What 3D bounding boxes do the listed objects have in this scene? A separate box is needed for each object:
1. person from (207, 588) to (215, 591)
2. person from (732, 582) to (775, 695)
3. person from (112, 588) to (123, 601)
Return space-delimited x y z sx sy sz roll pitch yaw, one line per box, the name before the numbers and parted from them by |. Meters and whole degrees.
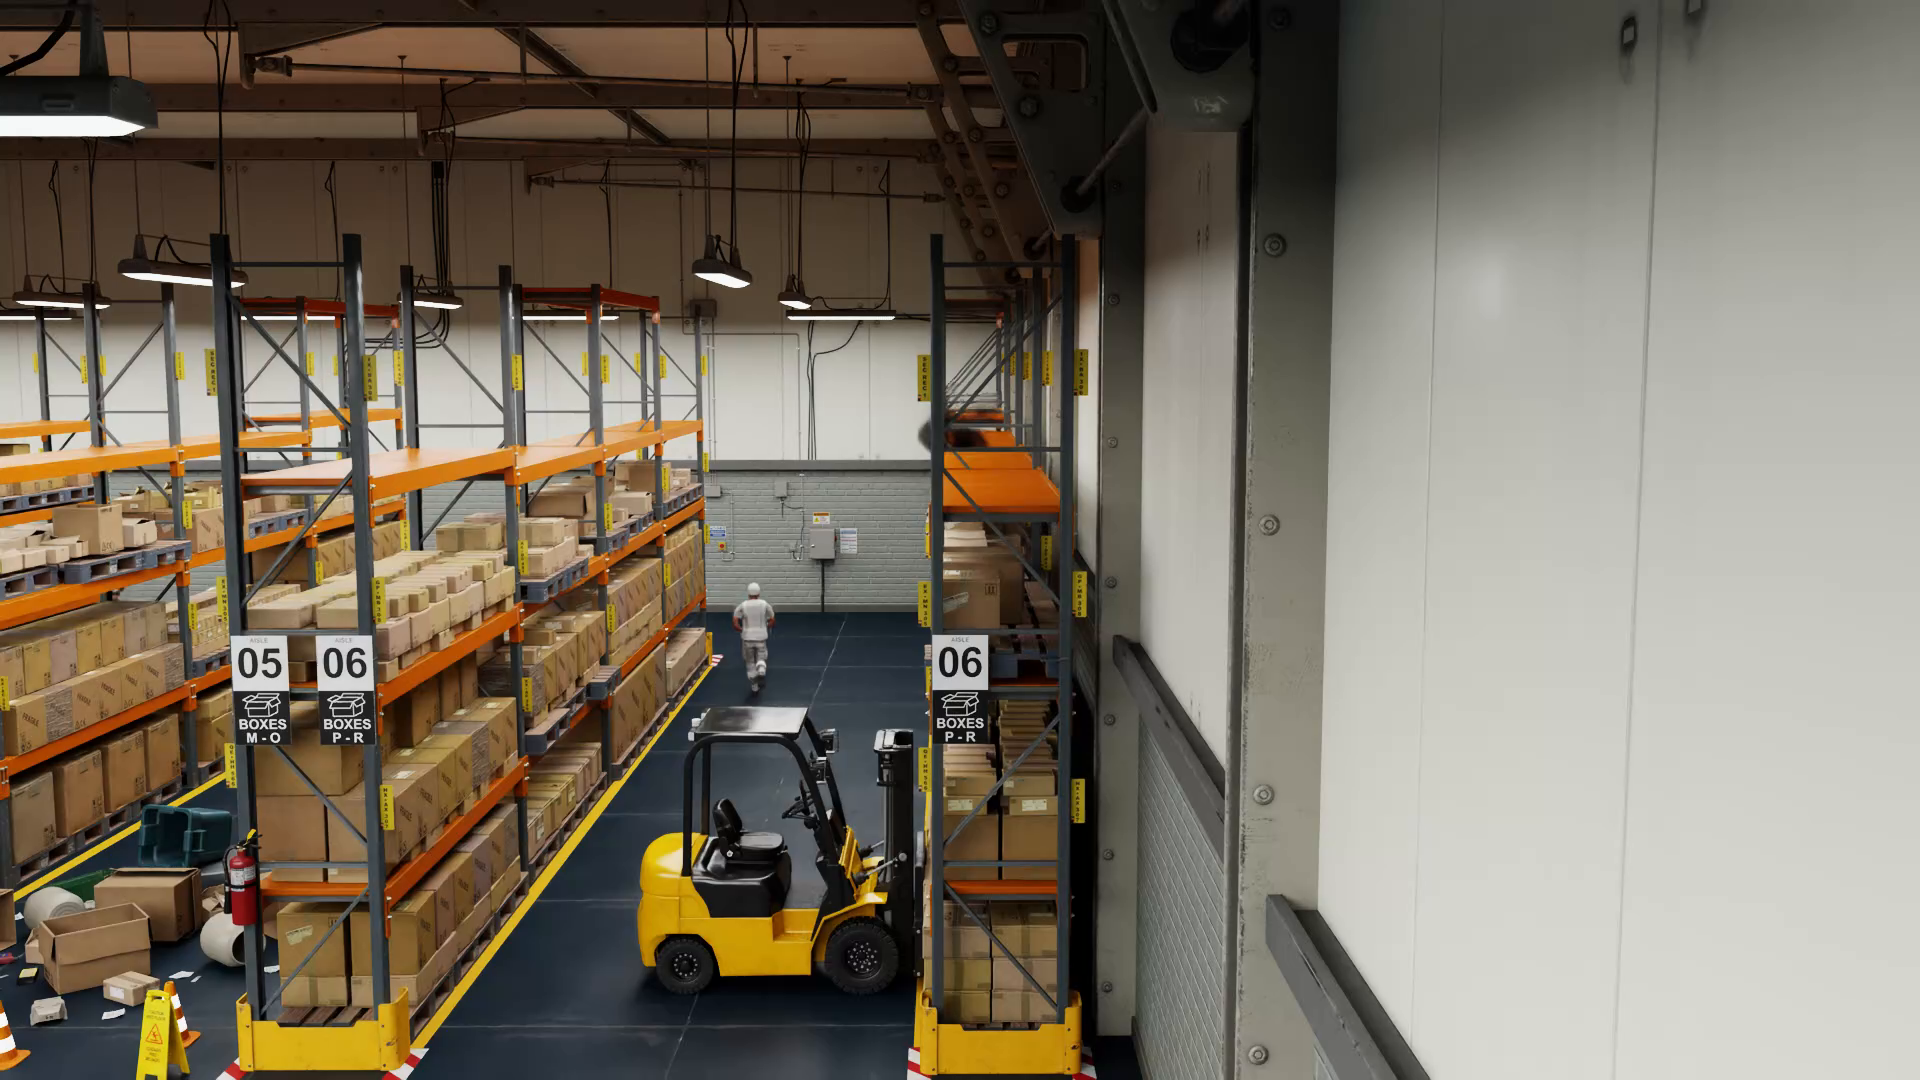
person | -11.482 1.511 26.006 0.677 1.611 0.848 1 6 7
person | -3.133 1.513 25.256 0.653 1.749 0.734 -1 6 -9
person | -12.753 1.539 25.175 0.595 1.781 0.803 -1 6 -7
